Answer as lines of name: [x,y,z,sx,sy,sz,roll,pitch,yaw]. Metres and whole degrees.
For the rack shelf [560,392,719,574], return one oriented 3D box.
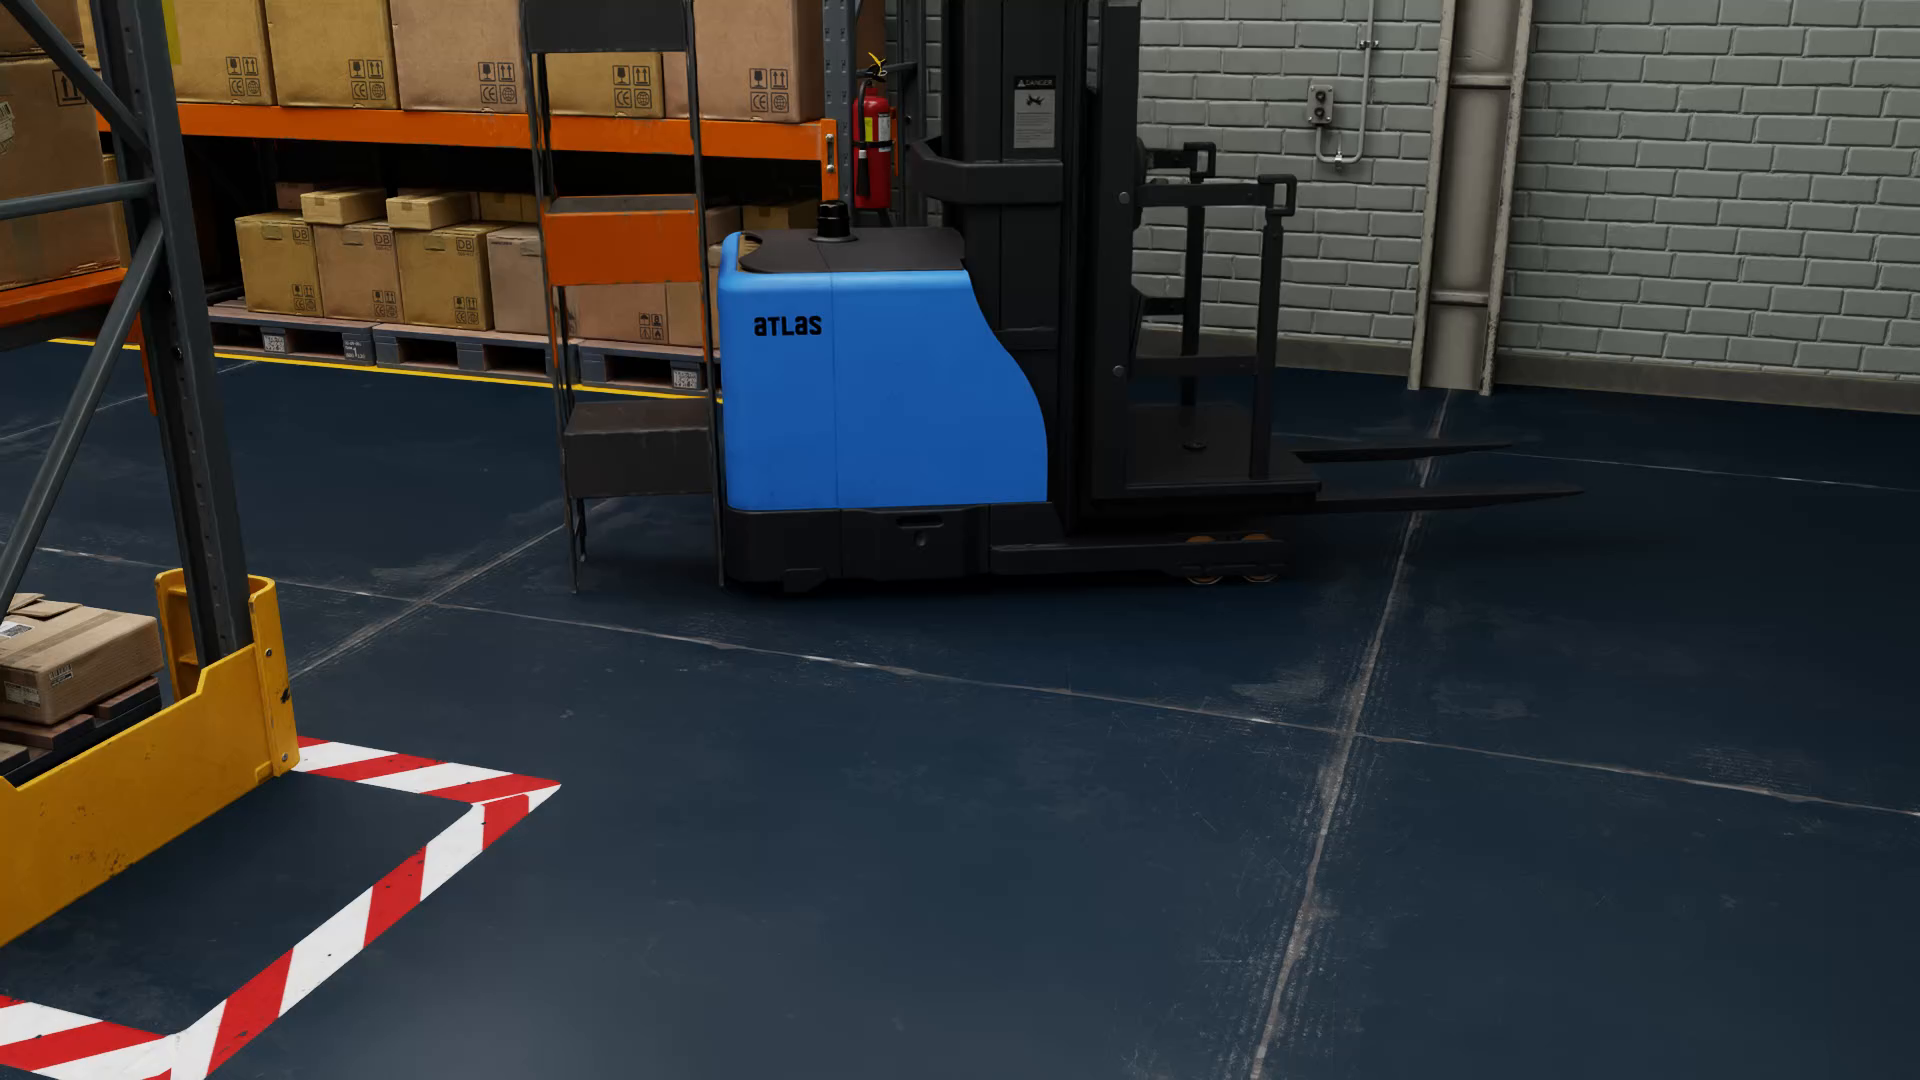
rack shelf: [-1.072,-0.210,5.650,0.480,0.518,0.431,-3,19,-7]

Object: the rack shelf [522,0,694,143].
rack shelf: [-1.083,-1.531,5.187,0.480,0.518,0.431,-3,19,-7]

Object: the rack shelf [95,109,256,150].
rack shelf: [-6.055,-2.518,9.837,4.000,0.370,1.077,7,20,18]

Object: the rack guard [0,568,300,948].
rack guard: [-2.081,0.503,3.874,0.348,0.500,1.175,7,20,18]

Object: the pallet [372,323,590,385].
pallet: [-2.317,-1.088,8.876,1.213,0.211,1.003,7,20,18]

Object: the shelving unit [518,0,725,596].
shelving unit: [-1.078,-0.883,5.414,0.503,2.100,0.431,-3,19,-7]

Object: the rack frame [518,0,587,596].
rack frame: [-1.320,-0.871,5.386,0.015,2.100,0.400,-3,19,-7]

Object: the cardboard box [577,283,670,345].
cardboard box: [-1.554,-1.326,8.484,0.500,0.500,0.700,6,20,18]

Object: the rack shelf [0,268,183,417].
rack shelf: [-3.899,-0.546,4.177,4.000,0.370,1.077,7,20,18]

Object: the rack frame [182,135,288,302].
rack frame: [-4.166,-2.642,9.098,0.127,3.000,1.000,7,20,18]

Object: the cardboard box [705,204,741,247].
cardboard box: [-1.263,-1.536,8.099,0.250,0.149,0.380,6,20,17]

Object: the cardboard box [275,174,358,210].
cardboard box: [-3.565,-1.931,9.233,0.250,0.149,0.380,6,20,18]

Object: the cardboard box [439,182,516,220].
cardboard box: [-2.579,-1.819,8.911,0.250,0.149,0.380,7,20,19]

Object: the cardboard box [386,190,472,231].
cardboard box: [-2.736,-1.704,8.580,0.250,0.149,0.380,6,20,17]

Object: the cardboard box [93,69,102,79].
cardboard box: [-4.578,-2.481,8.989,0.250,0.149,0.380,7,20,19]

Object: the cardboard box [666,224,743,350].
cardboard box: [-1.081,-1.272,8.329,0.500,0.500,0.700,7,20,18]

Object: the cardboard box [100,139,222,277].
cardboard box: [-4.823,-1.855,9.469,0.750,0.750,0.750,7,20,19]

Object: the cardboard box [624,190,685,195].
cardboard box: [-1.613,-1.709,8.596,0.250,0.149,0.380,7,20,19]

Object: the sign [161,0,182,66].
sign: [-1.832,-1.247,3.781,0.005,0.325,0.100,7,20,18]

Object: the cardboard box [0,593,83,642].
cardboard box: [-2.528,0.282,4.347,0.250,0.166,0.380,7,20,18]

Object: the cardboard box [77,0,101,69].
cardboard box: [-4.685,-2.811,8.948,0.500,0.500,0.500,6,20,17]

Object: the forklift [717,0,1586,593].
forklift: [0.681,-1.401,5.642,3.031,2.935,1.130,-2,19,-6]

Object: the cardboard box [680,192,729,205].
cardboard box: [-1.377,-1.682,8.518,0.250,0.149,0.380,7,20,18]

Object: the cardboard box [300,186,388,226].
cardboard box: [-3.230,-1.760,8.742,0.250,0.149,0.380,7,20,20]

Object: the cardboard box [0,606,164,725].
cardboard box: [-2.292,0.317,4.272,0.250,0.149,0.380,7,20,18]

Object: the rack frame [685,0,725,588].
rack frame: [-0.836,-0.895,5.443,0.015,2.100,0.400,-3,19,-7]

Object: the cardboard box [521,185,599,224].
cardboard box: [-2.096,-1.764,8.753,0.250,0.149,0.380,7,20,19]

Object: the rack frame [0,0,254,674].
rack frame: [-2.010,-0.669,3.439,0.127,3.000,1.000,7,20,18]

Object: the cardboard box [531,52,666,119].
cardboard box: [-1.563,-2.479,8.174,0.700,0.700,0.980,6,20,18]

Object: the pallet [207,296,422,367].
pallet: [-3.473,-1.219,9.252,1.213,0.211,1.003,7,20,18]

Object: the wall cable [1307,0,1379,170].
wall cable: [1.133,-2.845,8.139,1.851,1.984,0.084,7,20,18]

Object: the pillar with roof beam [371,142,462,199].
pillar with roof beam: [-4.634,-4.330,4.826,0.400,9.000,9.100,7,20,18]

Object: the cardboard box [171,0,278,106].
cardboard box: [-3.659,-2.720,8.866,0.700,0.700,0.980,7,20,19]

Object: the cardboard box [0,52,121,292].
cardboard box: [-2.342,-0.846,3.795,0.500,0.500,0.500,7,20,19]

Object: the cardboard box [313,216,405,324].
cardboard box: [-3.020,-1.492,8.959,0.500,0.500,0.700,6,20,18]

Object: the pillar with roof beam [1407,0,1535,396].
pillar with roof beam: [1.034,-3.682,2.966,0.400,9.000,9.100,7,20,18]

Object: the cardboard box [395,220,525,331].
cardboard box: [-2.536,-1.436,8.798,0.500,0.500,0.700,7,20,19]

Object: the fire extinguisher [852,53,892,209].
fire extinguisher: [-0.396,-1.838,7.475,0.183,0.674,0.296,7,20,18]

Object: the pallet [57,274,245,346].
pallet: [-4.920,-1.385,9.729,1.213,0.211,1.003,7,20,18]

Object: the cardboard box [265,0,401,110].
cardboard box: [-2.971,-2.639,8.635,0.700,0.700,0.980,6,20,17]

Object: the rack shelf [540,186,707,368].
rack shelf: [-1.078,-0.871,5.419,0.480,0.518,0.431,-3,19,-7]

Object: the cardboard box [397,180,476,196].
cardboard box: [-2.817,-1.846,8.990,0.250,0.149,0.380,6,20,16]

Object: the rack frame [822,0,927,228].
rack frame: [-0.387,-2.210,7.859,0.127,3.000,1.000,7,20,18]

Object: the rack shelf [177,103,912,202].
rack shelf: [-2.277,-2.086,8.597,4.000,0.370,1.077,7,20,18]

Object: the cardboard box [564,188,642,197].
cardboard box: [-1.853,-1.736,8.674,0.250,0.149,0.380,7,20,19]

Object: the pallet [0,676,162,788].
pallet: [-2.835,0.554,4.168,1.213,0.211,1.003,7,20,18]

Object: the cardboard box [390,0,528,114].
cardboard box: [-2.281,-2.564,8.419,0.700,0.700,0.980,6,20,15]

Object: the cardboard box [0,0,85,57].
cardboard box: [-2.342,-1.319,3.631,0.500,0.500,0.500,7,20,20]

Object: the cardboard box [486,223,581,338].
cardboard box: [-2.029,-1.381,8.639,0.500,0.500,0.700,6,20,16]

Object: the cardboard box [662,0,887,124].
cardboard box: [-0.872,-2.404,7.959,0.700,0.700,0.980,7,21,21]

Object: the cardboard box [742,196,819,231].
cardboard box: [-0.898,-1.627,8.362,0.250,0.149,0.380,7,20,18]

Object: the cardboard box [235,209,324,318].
cardboard box: [-3.493,-1.547,9.118,0.500,0.500,0.700,7,20,19]

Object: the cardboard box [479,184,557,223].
cardboard box: [-2.335,-1.791,8.832,0.250,0.149,0.380,6,20,17]

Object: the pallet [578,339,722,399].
pallet: [-1.168,-0.955,8.496,1.213,0.211,1.003,7,20,18]
